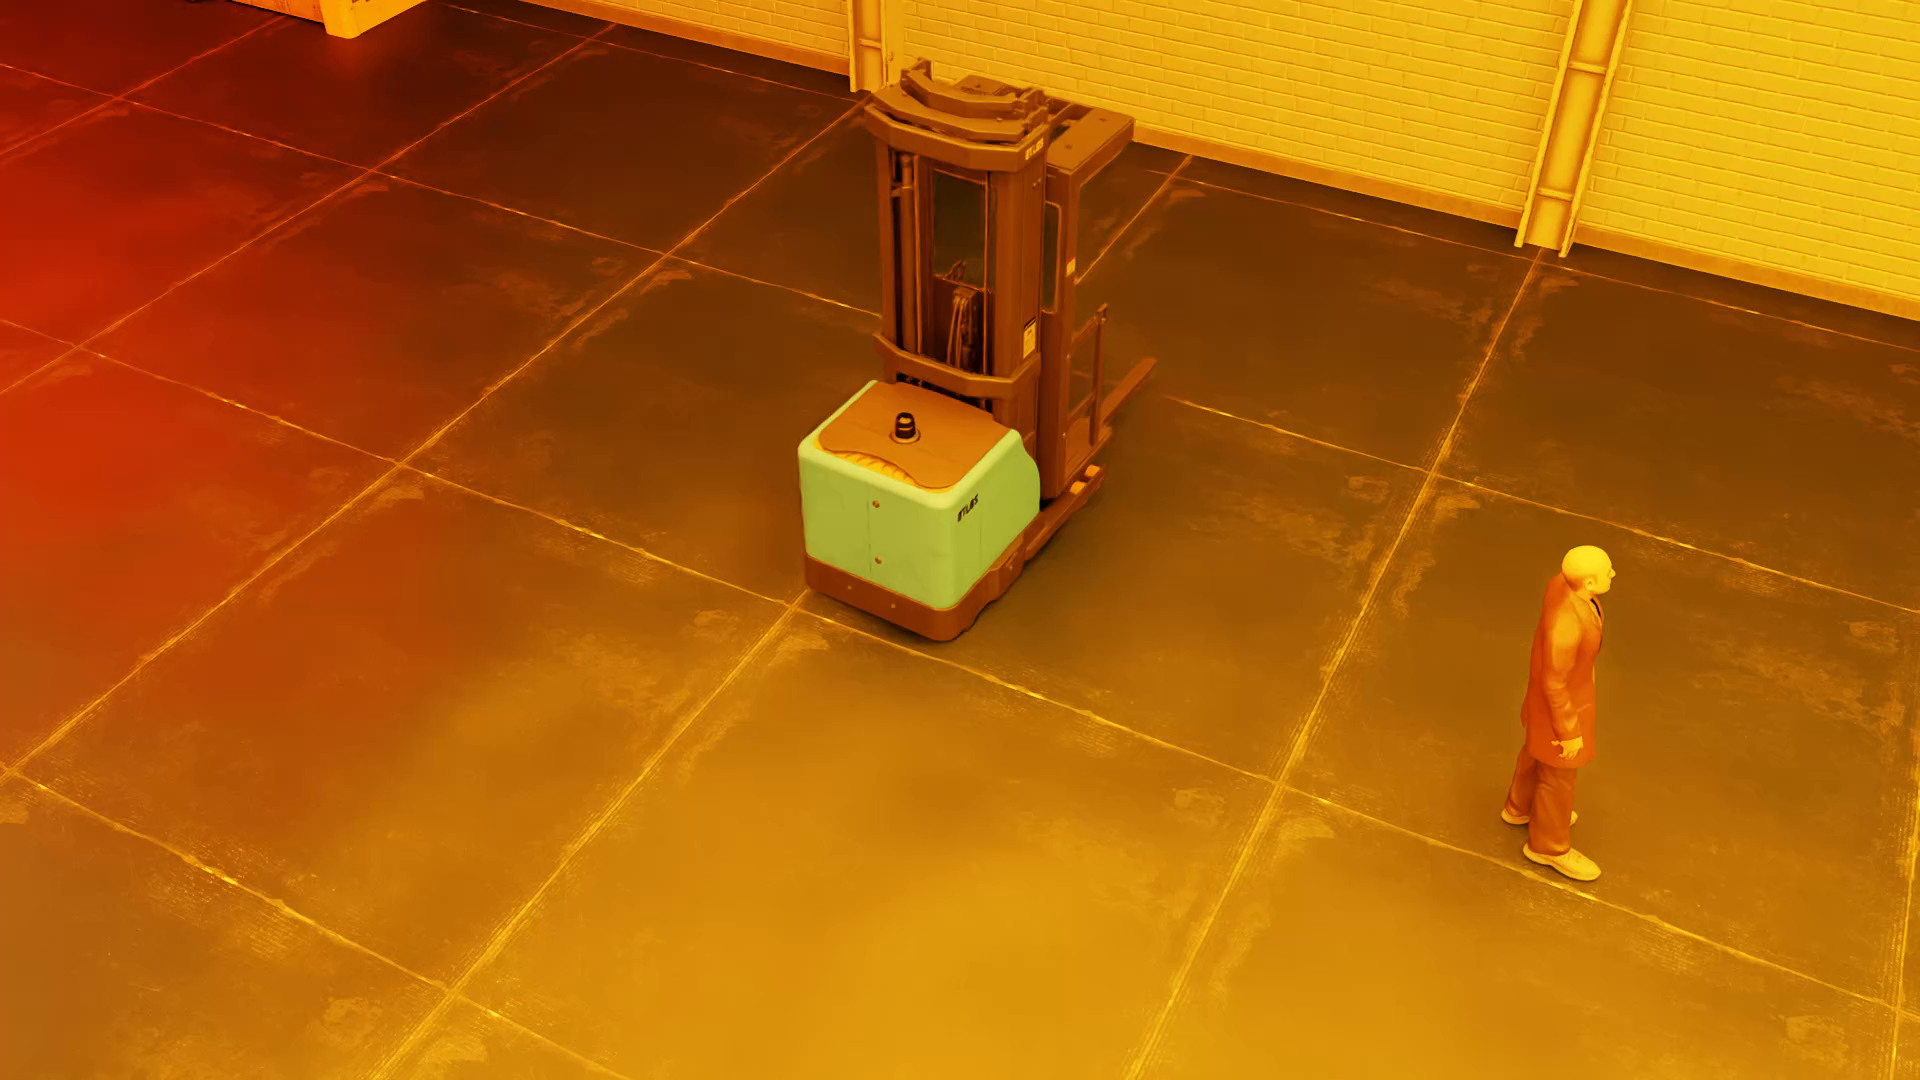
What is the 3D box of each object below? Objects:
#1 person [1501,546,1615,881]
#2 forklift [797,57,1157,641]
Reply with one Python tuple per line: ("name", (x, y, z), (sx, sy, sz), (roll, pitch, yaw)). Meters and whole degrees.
("person", (2.967, 0.778, 7.947), (0.582, 1.776, 0.694), (11, 41, 12))
("forklift", (0.276, -1.471, 9.733), (1.130, 2.935, 3.031), (21, 45, 23))
